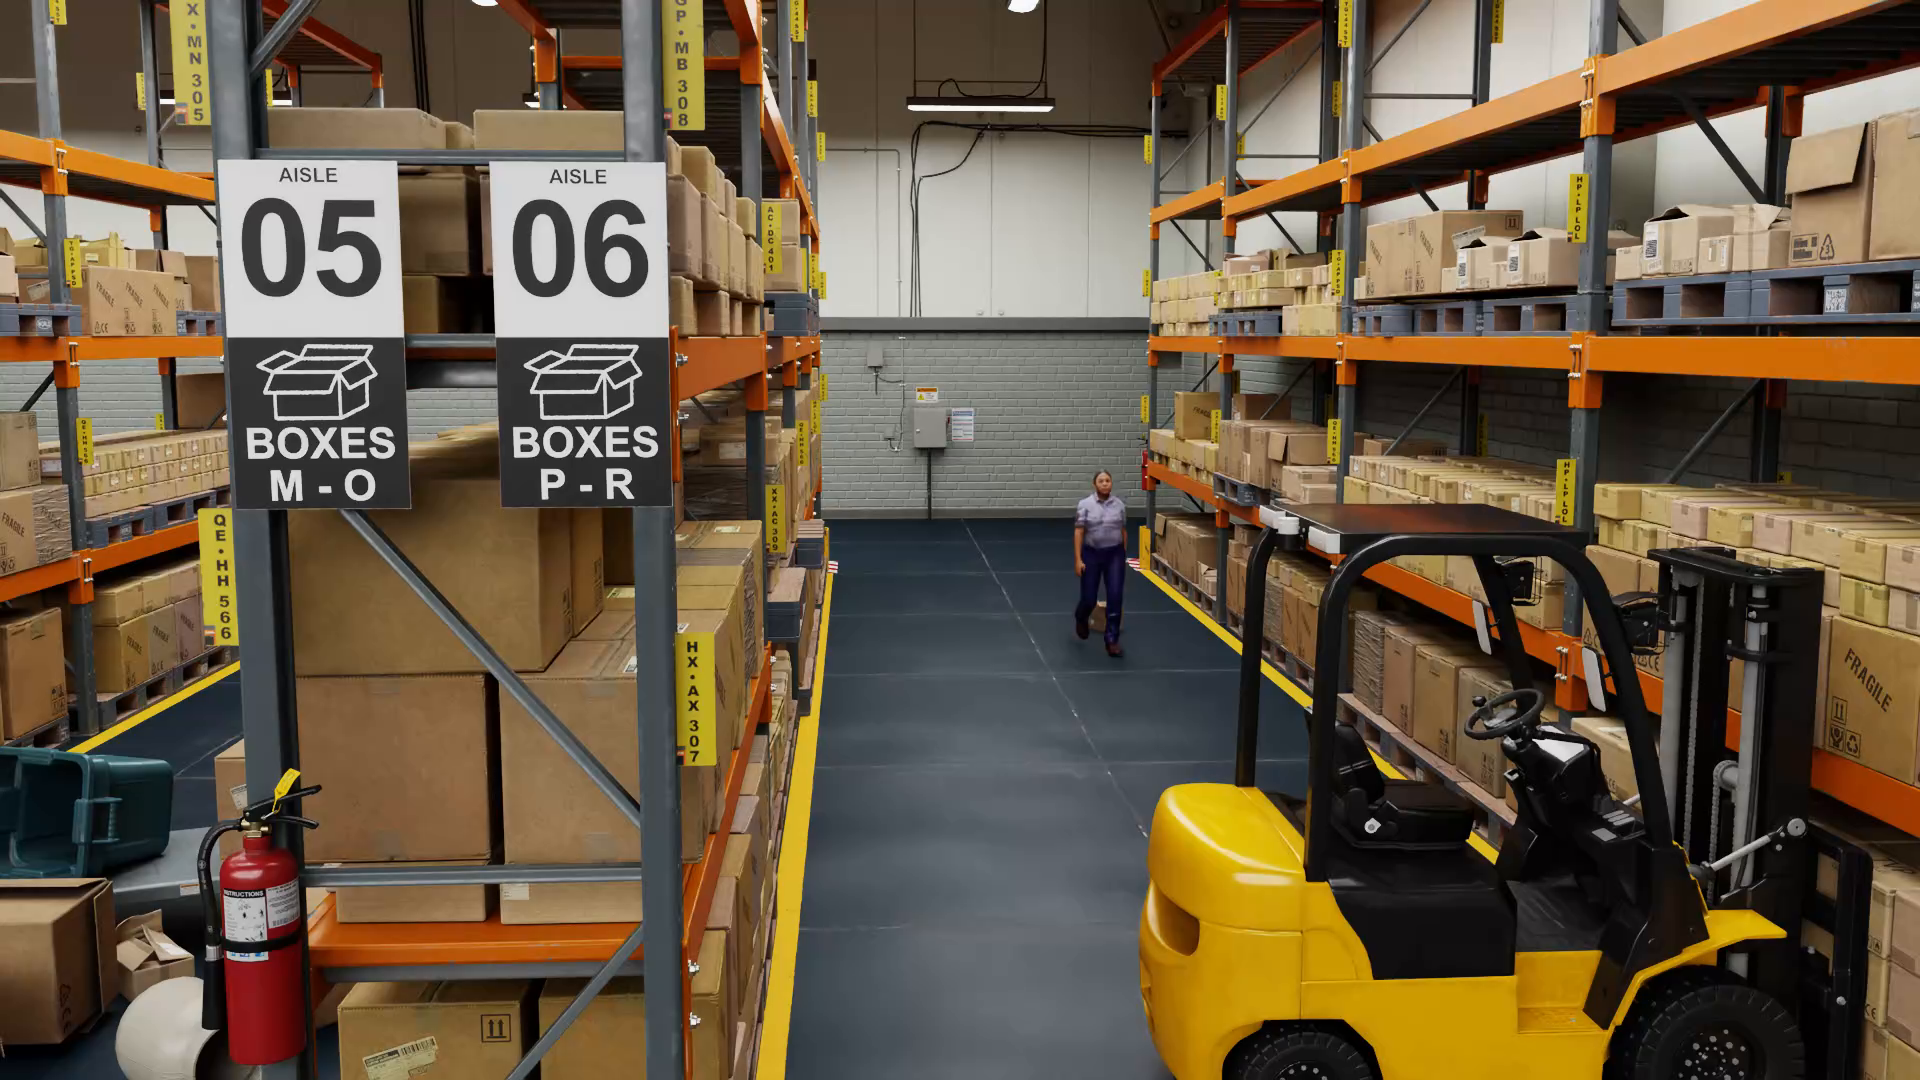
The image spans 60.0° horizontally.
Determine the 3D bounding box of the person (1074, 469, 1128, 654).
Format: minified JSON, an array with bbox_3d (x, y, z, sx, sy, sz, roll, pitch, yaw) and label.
[{"bbox_3d":[1.249,0.174,14.819,0.498,1.617,0.654,-1,7,-9],"label":"person"}]
